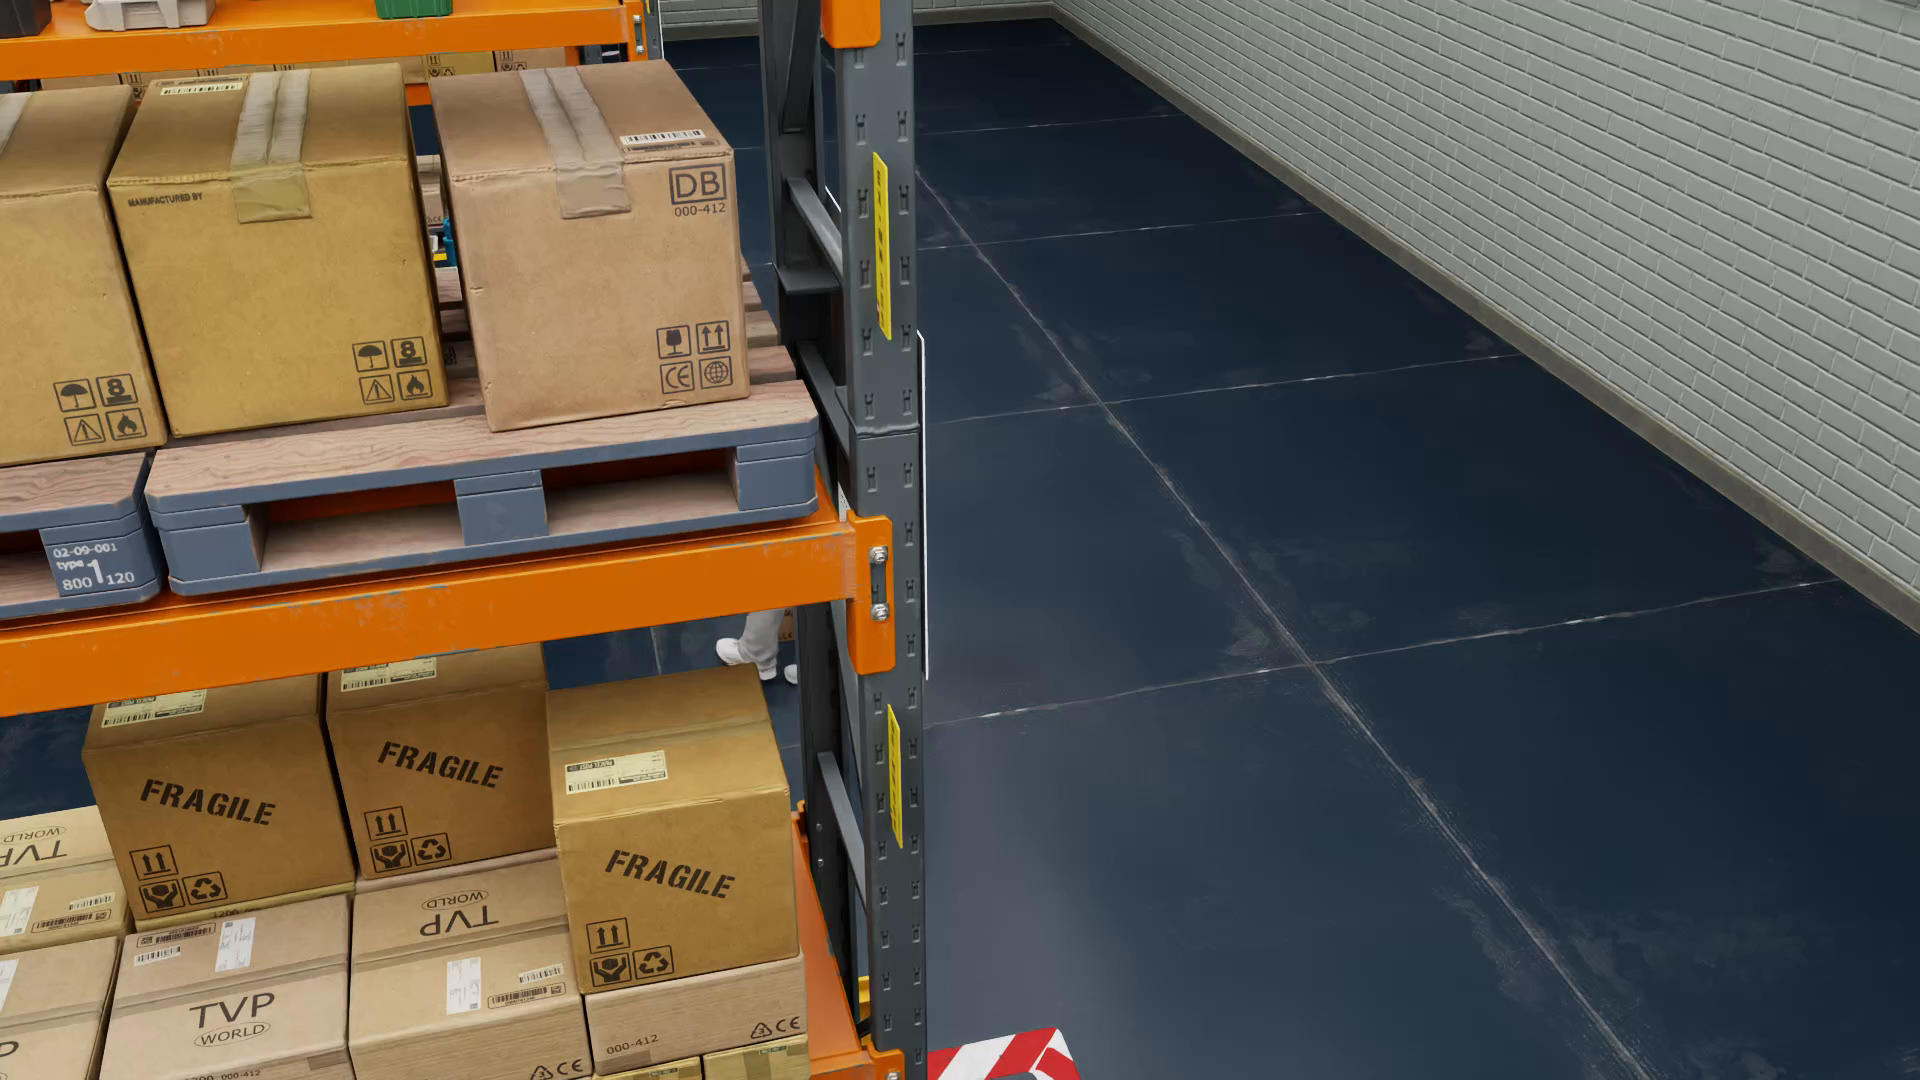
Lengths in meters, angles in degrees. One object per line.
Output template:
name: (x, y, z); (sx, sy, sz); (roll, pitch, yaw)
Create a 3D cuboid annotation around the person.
person: (-0.767, -0.153, 7.393); (0.625, 1.778, 0.702); (-22, 36, -33)
